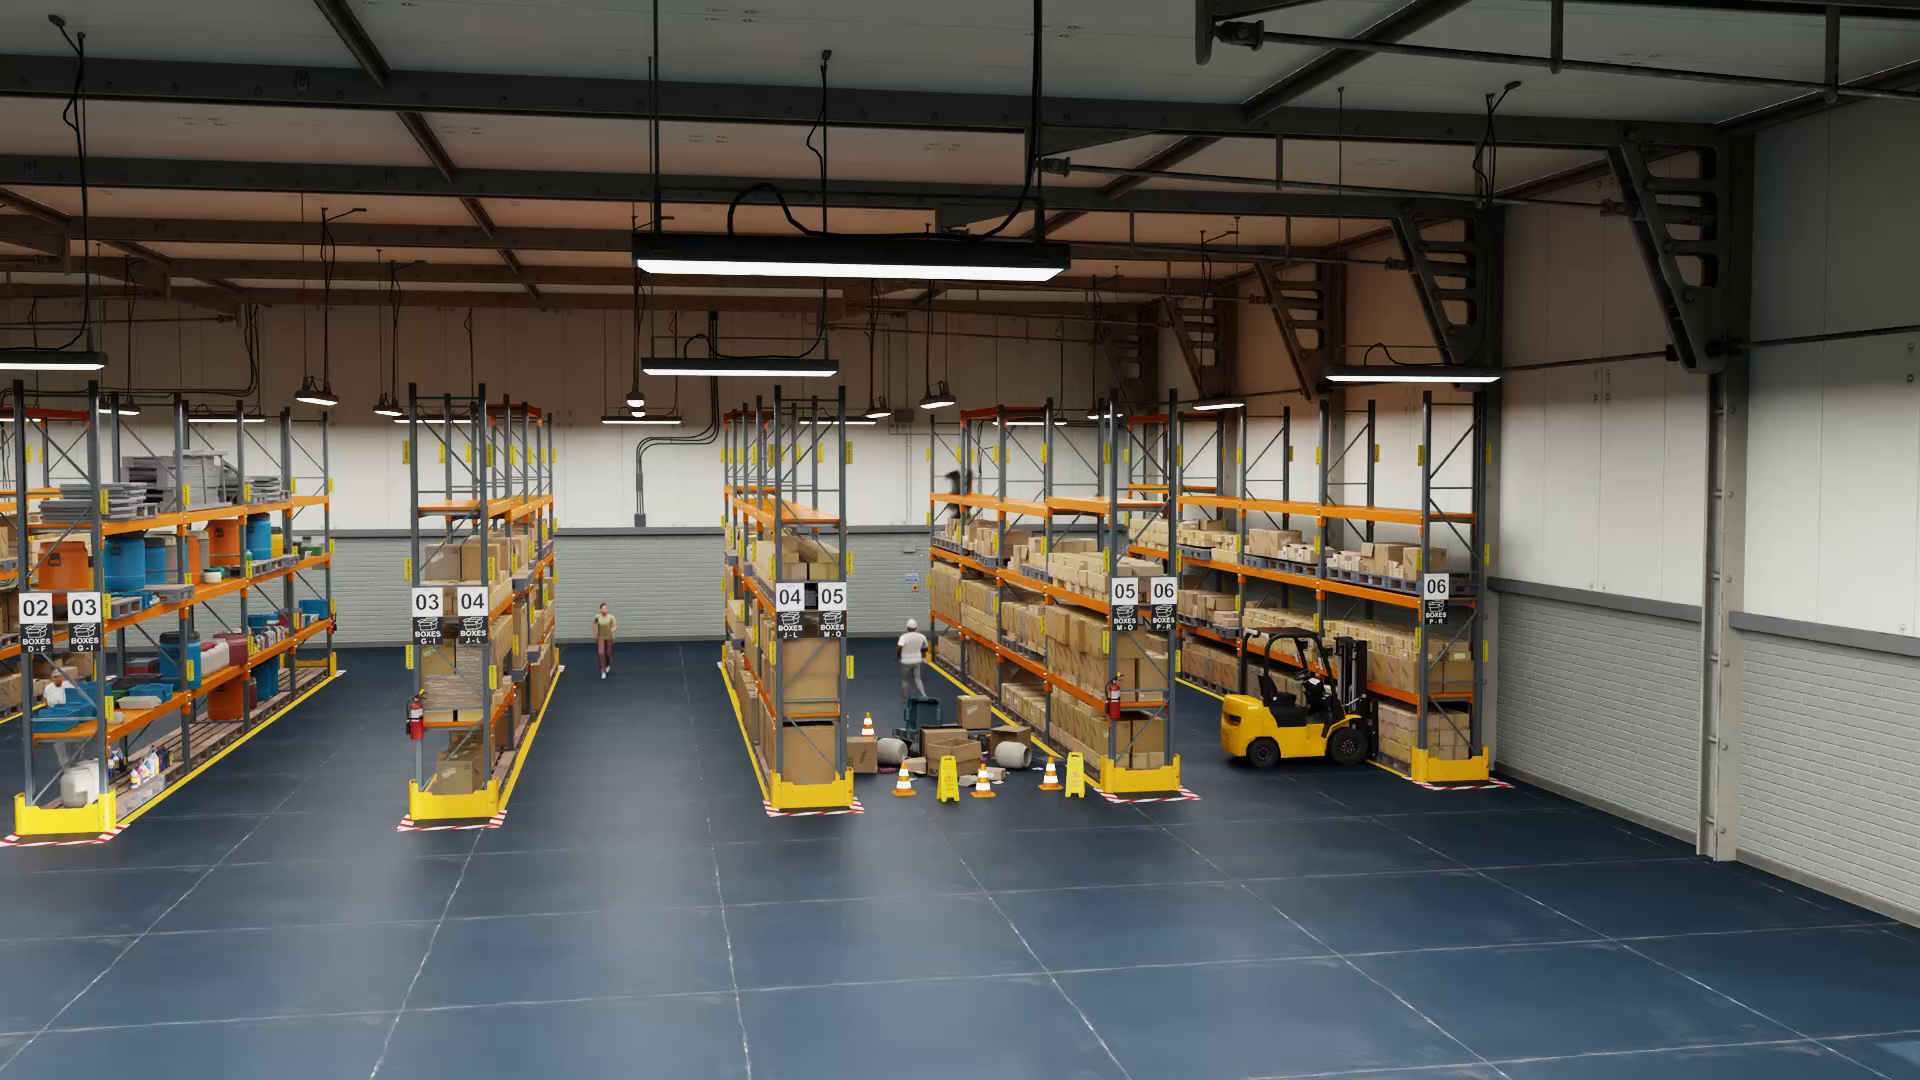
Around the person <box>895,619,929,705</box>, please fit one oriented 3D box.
[{"bbox_3d":[-0.958,2.443,33.122,0.694,1.747,0.931,-1,3,-21],"label":"person"}]

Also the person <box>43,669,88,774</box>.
[{"bbox_3d":[-14.238,2.835,26.427,0.627,1.639,0.845,0,3,-6],"label":"person"}]

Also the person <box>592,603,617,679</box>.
[{"bbox_3d":[-8.070,2.285,37.788,0.548,1.636,0.945,-1,3,-13],"label":"person"}]
